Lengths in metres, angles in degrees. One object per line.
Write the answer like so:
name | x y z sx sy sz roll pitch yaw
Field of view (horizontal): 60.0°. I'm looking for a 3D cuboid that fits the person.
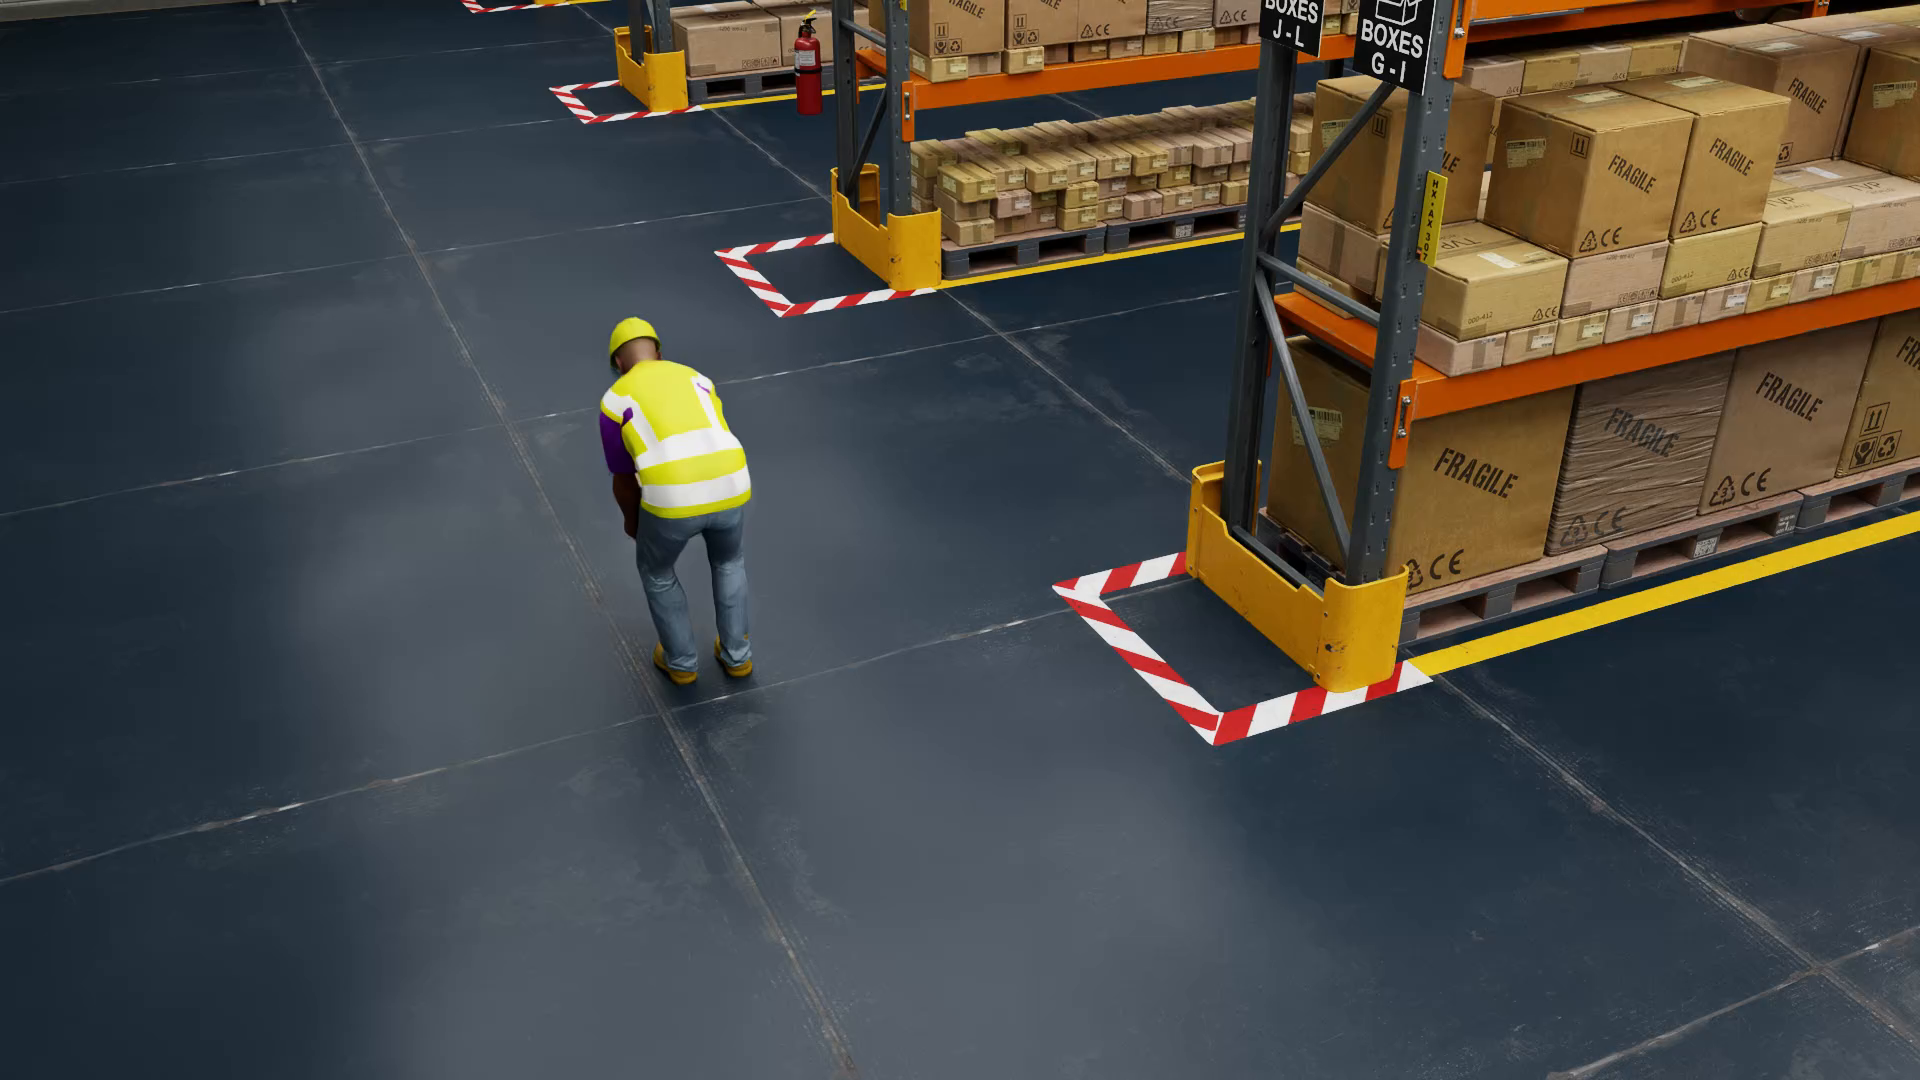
person | -1.168 -0.147 6.761 0.490 1.376 0.897 -14 32 -24
